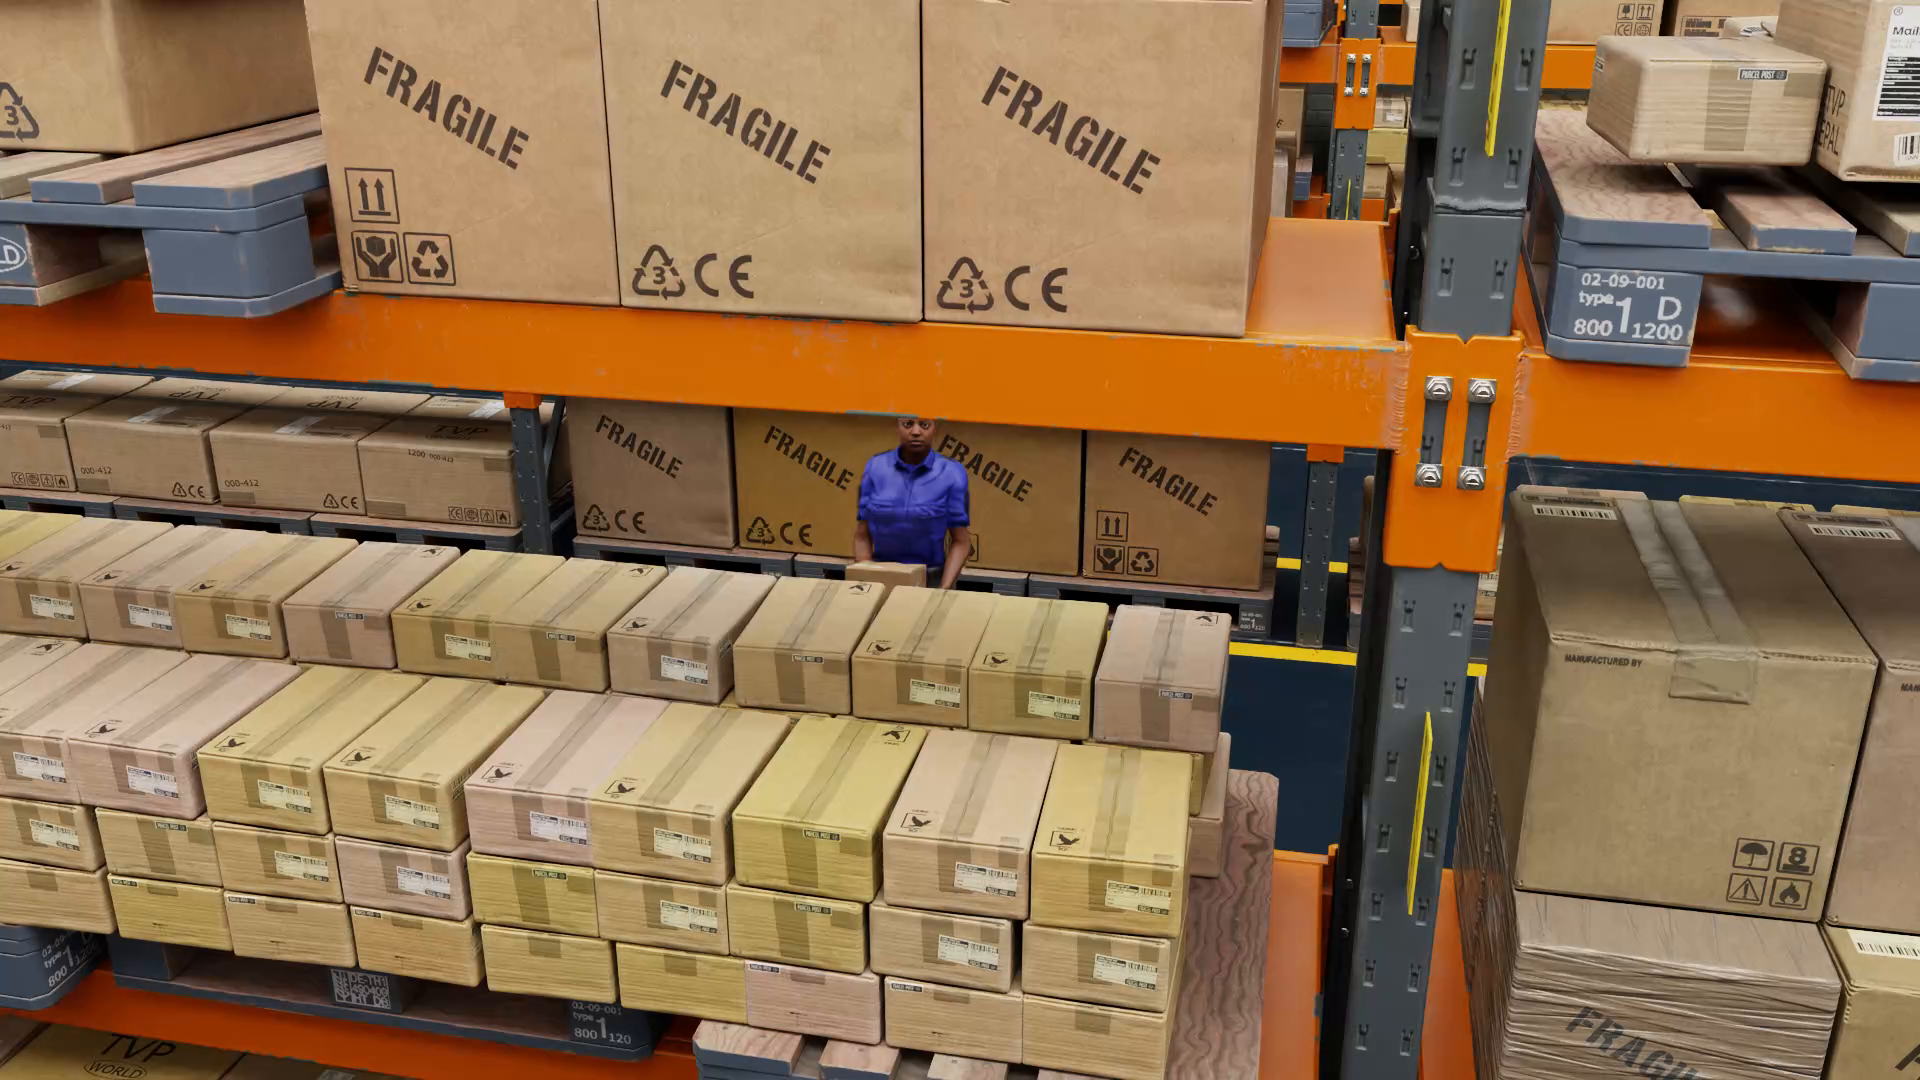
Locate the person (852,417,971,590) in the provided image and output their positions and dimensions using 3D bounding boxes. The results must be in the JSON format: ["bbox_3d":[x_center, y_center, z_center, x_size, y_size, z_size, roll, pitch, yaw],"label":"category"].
[{"bbox_3d":[-0.202,0.259,6.444,0.479,1.656,0.503,2,22,5],"label":"person"}]
